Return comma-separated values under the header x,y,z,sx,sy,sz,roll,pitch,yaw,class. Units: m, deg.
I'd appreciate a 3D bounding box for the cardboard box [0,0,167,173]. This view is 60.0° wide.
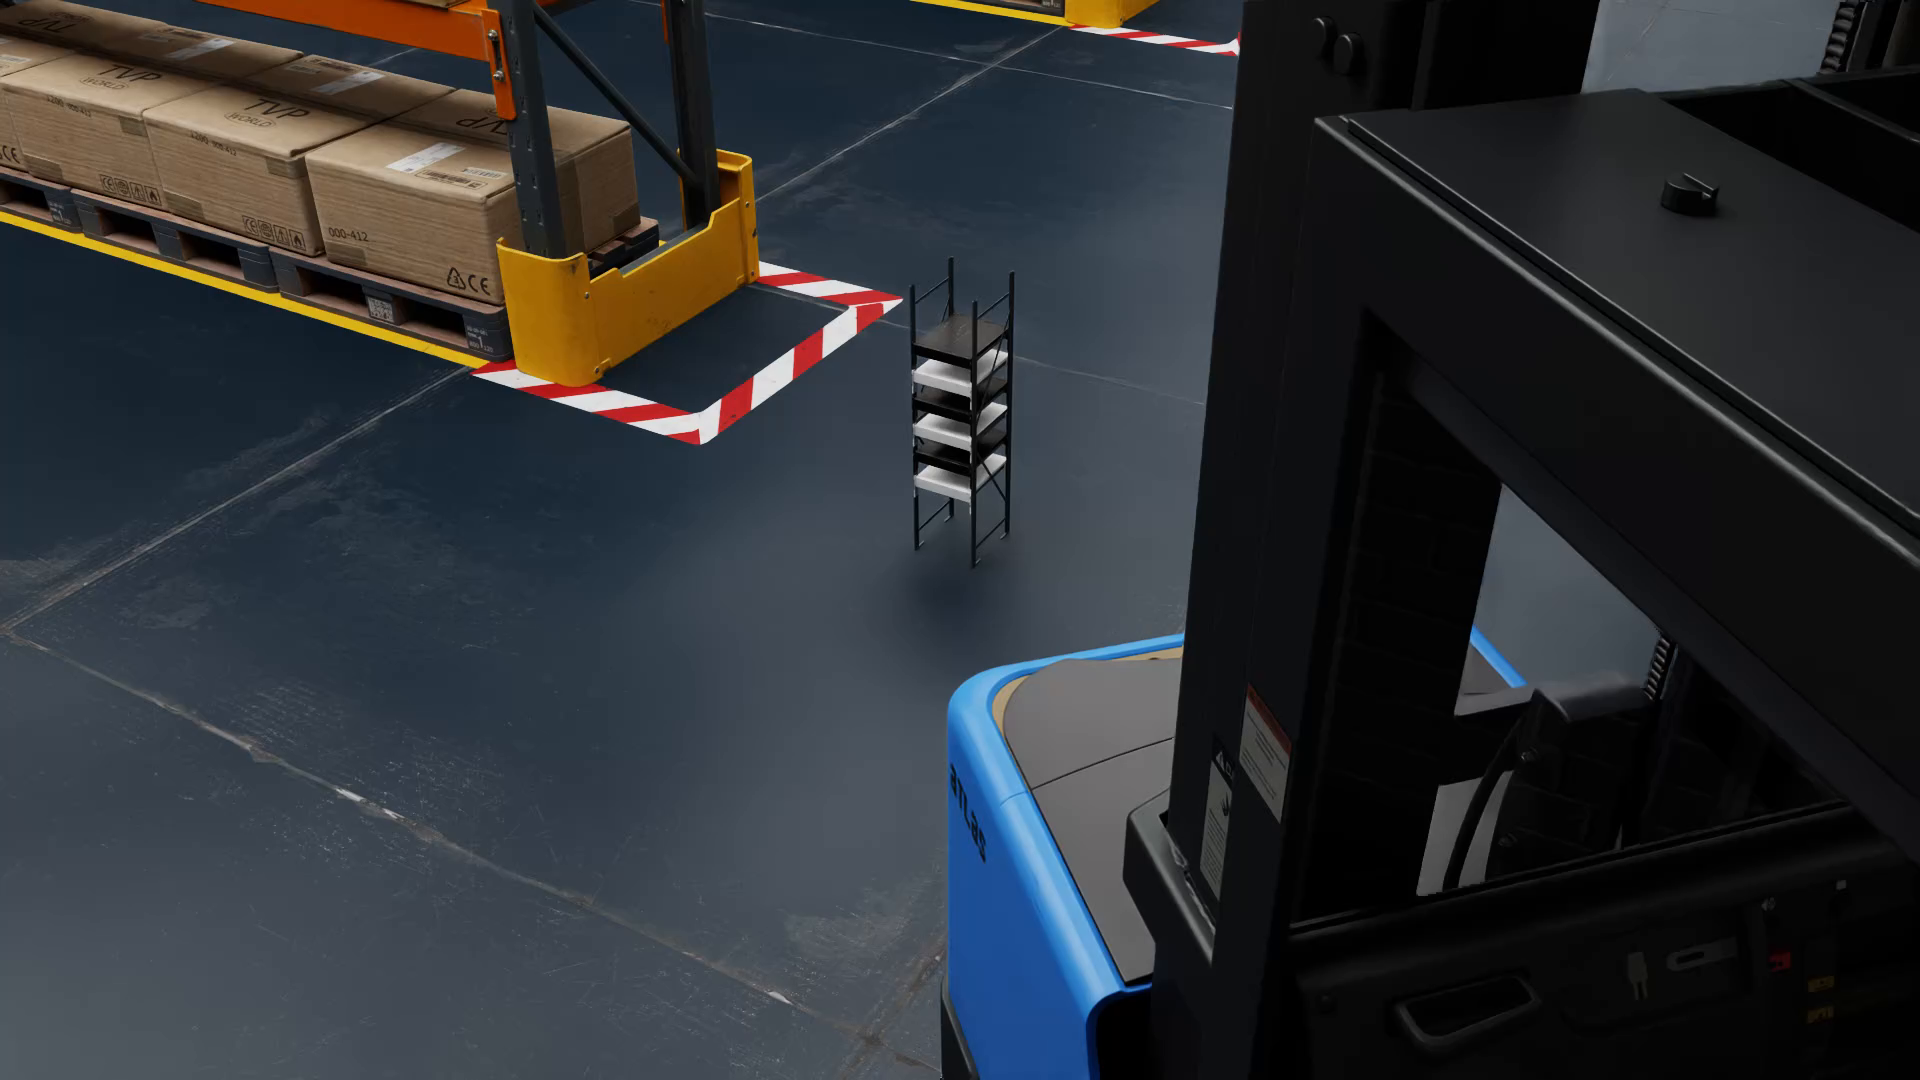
x,y,z,sx,sy,sz,roll,pitch,yaw,class
-4.246,-2.112,7.648,0.875,0.438,0.875,17,37,24,cardboard box

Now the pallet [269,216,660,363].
x,y,z,sx,sy,sz,roll,pitch,yaw,class
-1.998,-1.150,6.786,1.213,0.211,1.003,18,37,24,pallet

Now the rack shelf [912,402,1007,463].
x,y,z,sx,sy,sz,roll,pitch,yaw,class
0.007,-0.345,5.016,0.200,0.077,0.258,18,37,24,rack shelf

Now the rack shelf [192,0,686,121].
x,y,z,sx,sy,sz,roll,pitch,yaw,class
-3.001,-2.379,6.765,4.000,0.370,1.077,18,37,24,rack shelf

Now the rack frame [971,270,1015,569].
x,y,z,sx,sy,sz,roll,pitch,yaw,class
0.095,-0.344,4.955,0.006,0.900,0.240,18,37,24,rack frame

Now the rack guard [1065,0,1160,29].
x,y,z,sx,sy,sz,roll,pitch,yaw,class
1.038,-3.518,10.083,0.348,0.500,1.175,18,37,24,rack guard

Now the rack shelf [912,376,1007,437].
x,y,z,sx,sy,sz,roll,pitch,yaw,class
0.007,-0.419,4.966,0.200,0.077,0.258,18,37,24,rack shelf

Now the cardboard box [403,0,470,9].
x,y,z,sx,sy,sz,roll,pitch,yaw,class
-1.815,-2.175,5.720,0.500,0.500,0.500,18,38,25,cardboard box

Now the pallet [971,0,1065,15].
x,y,z,sx,sy,sz,roll,pitch,yaw,class
0.350,-3.639,10.524,1.213,0.211,1.003,18,37,24,pallet

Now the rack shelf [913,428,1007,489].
x,y,z,sx,sy,sz,roll,pitch,yaw,class
0.007,-0.270,5.066,0.200,0.077,0.258,18,37,24,rack shelf

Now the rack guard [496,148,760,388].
x,y,z,sx,sy,sz,roll,pitch,yaw,class
-1.244,-1.081,6.422,0.348,0.500,1.175,18,37,24,rack guard

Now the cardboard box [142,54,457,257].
x,y,z,sx,sy,sz,roll,pitch,yaw,class
-2.686,-1.617,6.905,0.875,0.438,0.875,19,38,26,cardboard box

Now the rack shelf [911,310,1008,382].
x,y,z,sx,sy,sz,roll,pitch,yaw,class
0.007,-0.569,4.866,0.200,0.077,0.258,18,37,24,rack shelf

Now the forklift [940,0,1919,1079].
x,y,z,sx,sy,sz,roll,pitch,yaw,class
0.867,0.620,1.675,1.130,2.935,3.031,-9,35,-14,forklift

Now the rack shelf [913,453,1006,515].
x,y,z,sx,sy,sz,roll,pitch,yaw,class
0.007,-0.195,5.115,0.200,0.077,0.258,18,37,24,rack shelf

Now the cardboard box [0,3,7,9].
x,y,z,sx,sy,sz,roll,pitch,yaw,class
-5.316,-2.651,8.062,0.875,0.875,0.875,19,38,26,cardboard box

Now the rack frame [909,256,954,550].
x,y,z,sx,sy,sz,roll,pitch,yaw,class
-0.081,-0.400,5.039,0.006,0.900,0.240,18,37,24,rack frame

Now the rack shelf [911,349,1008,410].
x,y,z,sx,sy,sz,roll,pitch,yaw,class
0.007,-0.494,4.916,0.200,0.077,0.258,18,37,24,rack shelf

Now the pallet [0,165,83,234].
x,y,z,sx,sy,sz,roll,pitch,yaw,class
-4.116,-1.821,7.794,1.213,0.211,1.003,18,37,24,pallet

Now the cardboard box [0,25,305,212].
x,y,z,sx,sy,sz,roll,pitch,yaw,class
-3.468,-1.866,7.279,0.875,0.438,0.875,16,37,23,cardboard box

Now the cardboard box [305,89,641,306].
x,y,z,sx,sy,sz,roll,pitch,yaw,class
-1.887,-1.370,6.534,0.875,0.438,0.875,16,37,23,cardboard box

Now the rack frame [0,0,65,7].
x,y,z,sx,sy,sz,roll,pitch,yaw,class
-4.738,-3.228,7.391,0.127,3.000,1.000,18,37,24,rack frame

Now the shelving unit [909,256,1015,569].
x,y,z,sx,sy,sz,roll,pitch,yaw,class
0.007,-0.372,4.997,0.210,0.900,0.258,18,37,24,shelving unit

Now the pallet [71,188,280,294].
x,y,z,sx,sy,sz,roll,pitch,yaw,class
-3.053,-1.486,7.291,1.213,0.211,1.003,18,37,24,pallet

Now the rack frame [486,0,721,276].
x,y,z,sx,sy,sz,roll,pitch,yaw,class
-1.265,-2.128,5.739,0.127,3.000,1.000,18,37,24,rack frame
